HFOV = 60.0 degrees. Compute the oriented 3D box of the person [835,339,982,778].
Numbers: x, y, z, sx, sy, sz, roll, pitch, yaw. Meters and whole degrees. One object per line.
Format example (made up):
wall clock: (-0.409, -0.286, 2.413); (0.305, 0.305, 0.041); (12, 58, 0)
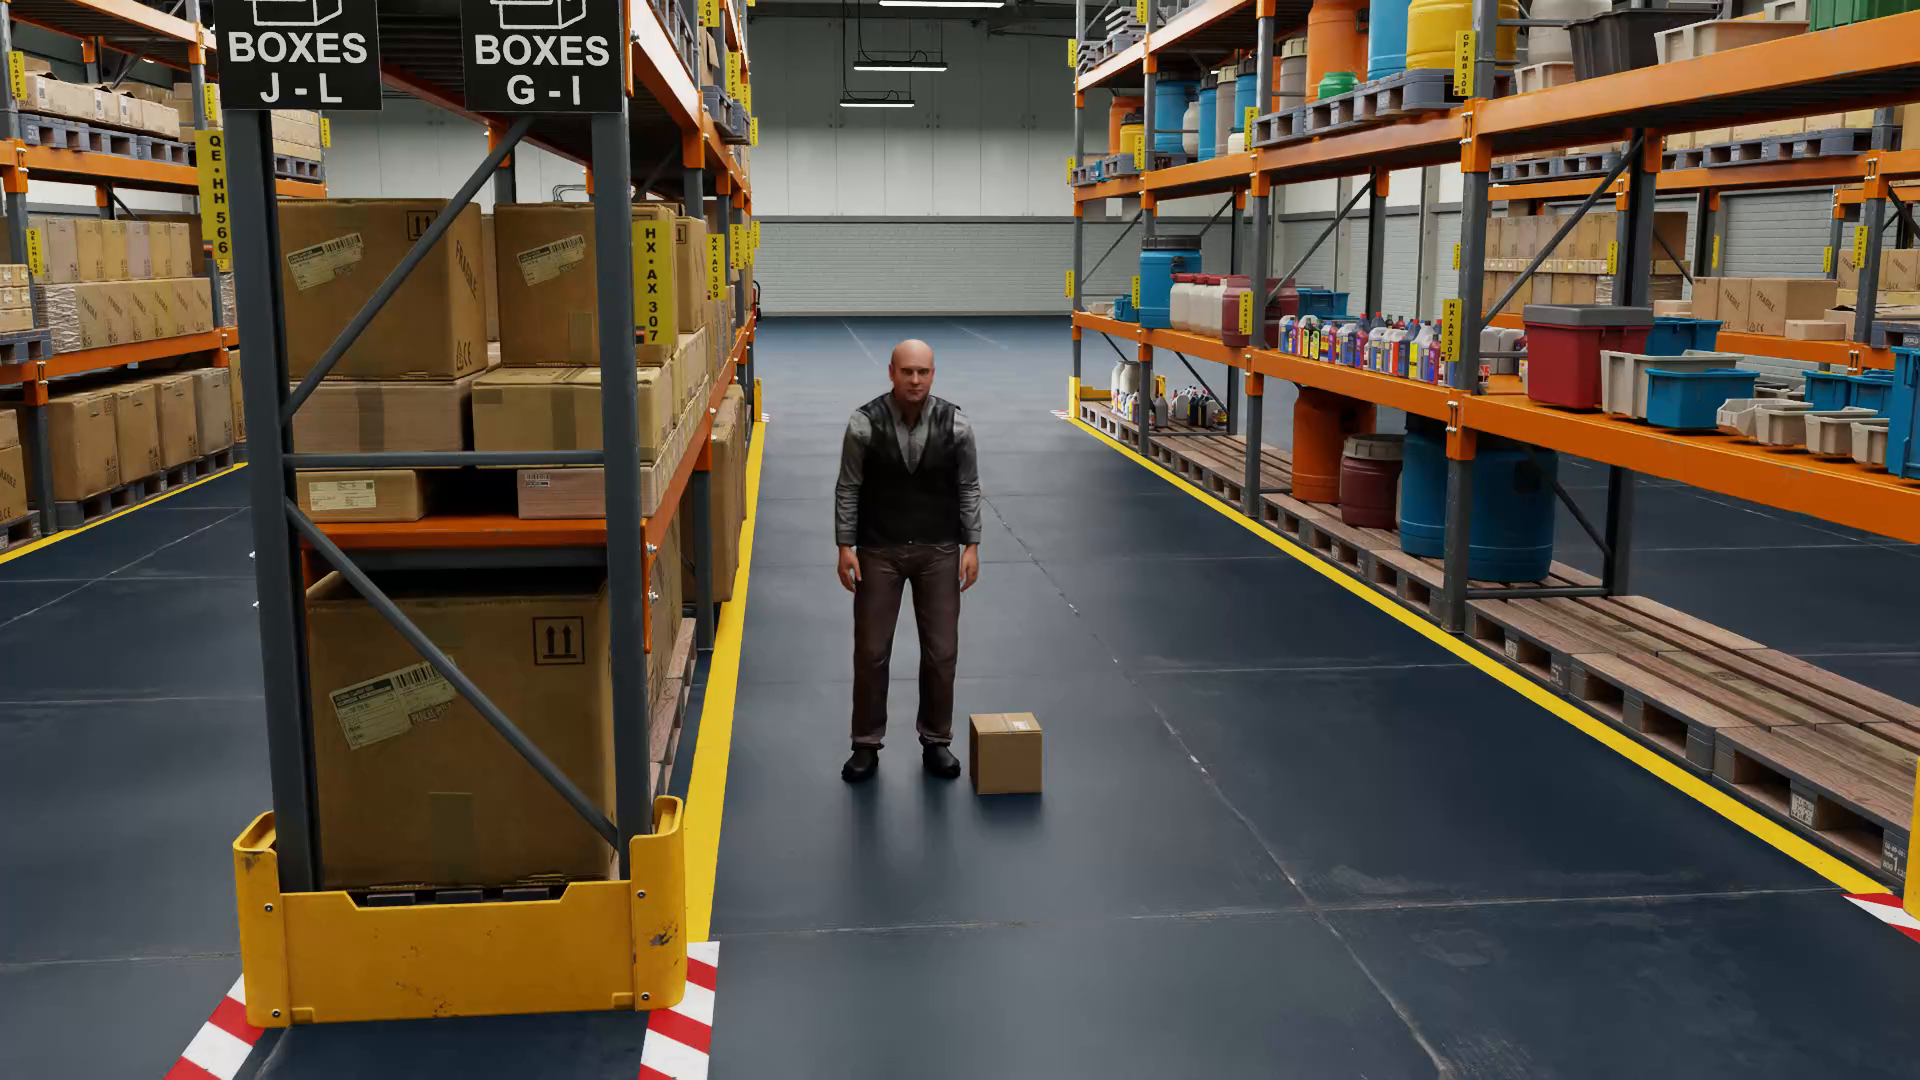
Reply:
person: (-0.205, 0.116, 6.601); (0.580, 1.619, 0.415); (-1, 10, -6)
